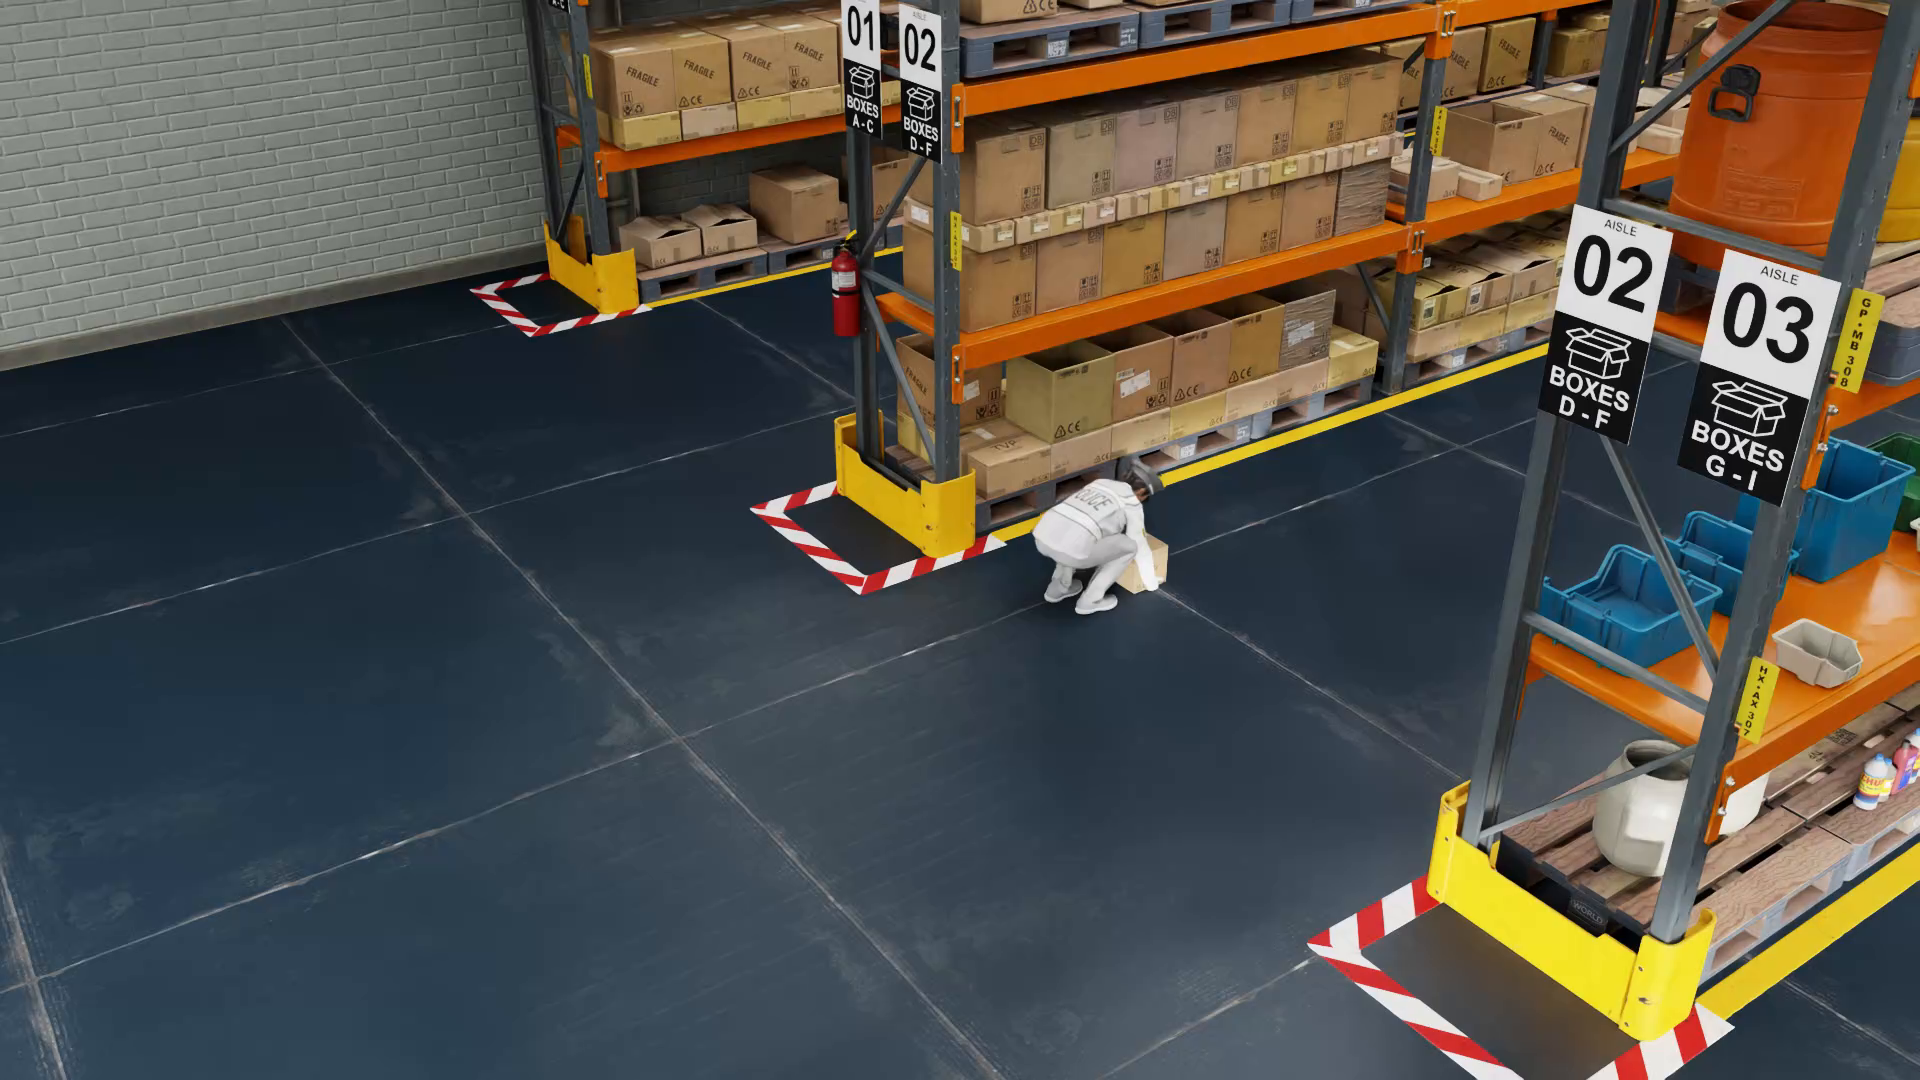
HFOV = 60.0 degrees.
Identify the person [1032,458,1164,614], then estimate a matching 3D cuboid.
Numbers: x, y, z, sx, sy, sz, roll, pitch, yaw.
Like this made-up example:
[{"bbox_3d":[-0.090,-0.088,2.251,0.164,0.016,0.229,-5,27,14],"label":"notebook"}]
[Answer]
[{"bbox_3d":[0.814,-0.009,9.596,0.908,0.783,0.450,-21,35,-33],"label":"person"}]
